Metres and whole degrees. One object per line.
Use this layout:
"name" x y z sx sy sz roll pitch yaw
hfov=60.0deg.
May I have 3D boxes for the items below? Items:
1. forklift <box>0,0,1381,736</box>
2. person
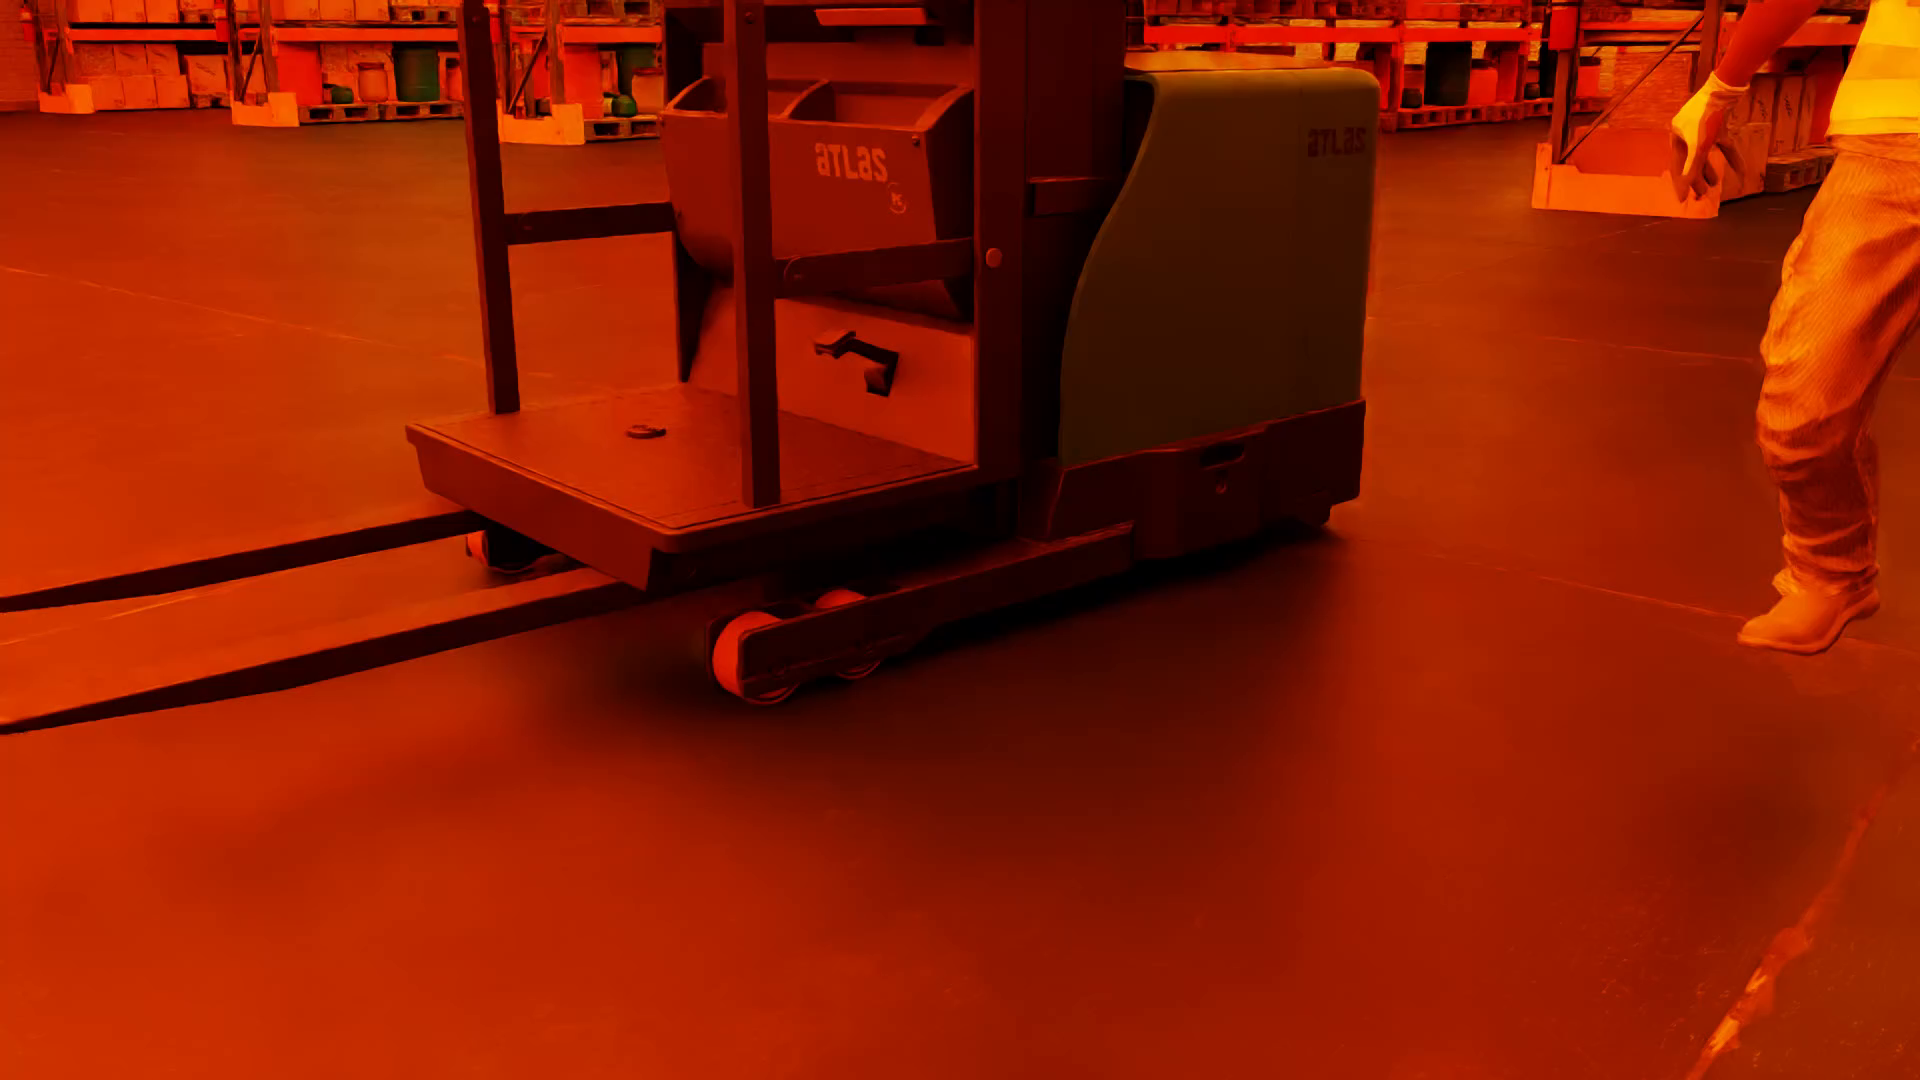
"forklift" -0.468 -1.278 3.105 3.031 2.935 1.130 -14 22 -39
"person" 1.471 -0.574 2.431 0.905 1.699 0.543 15 23 41
